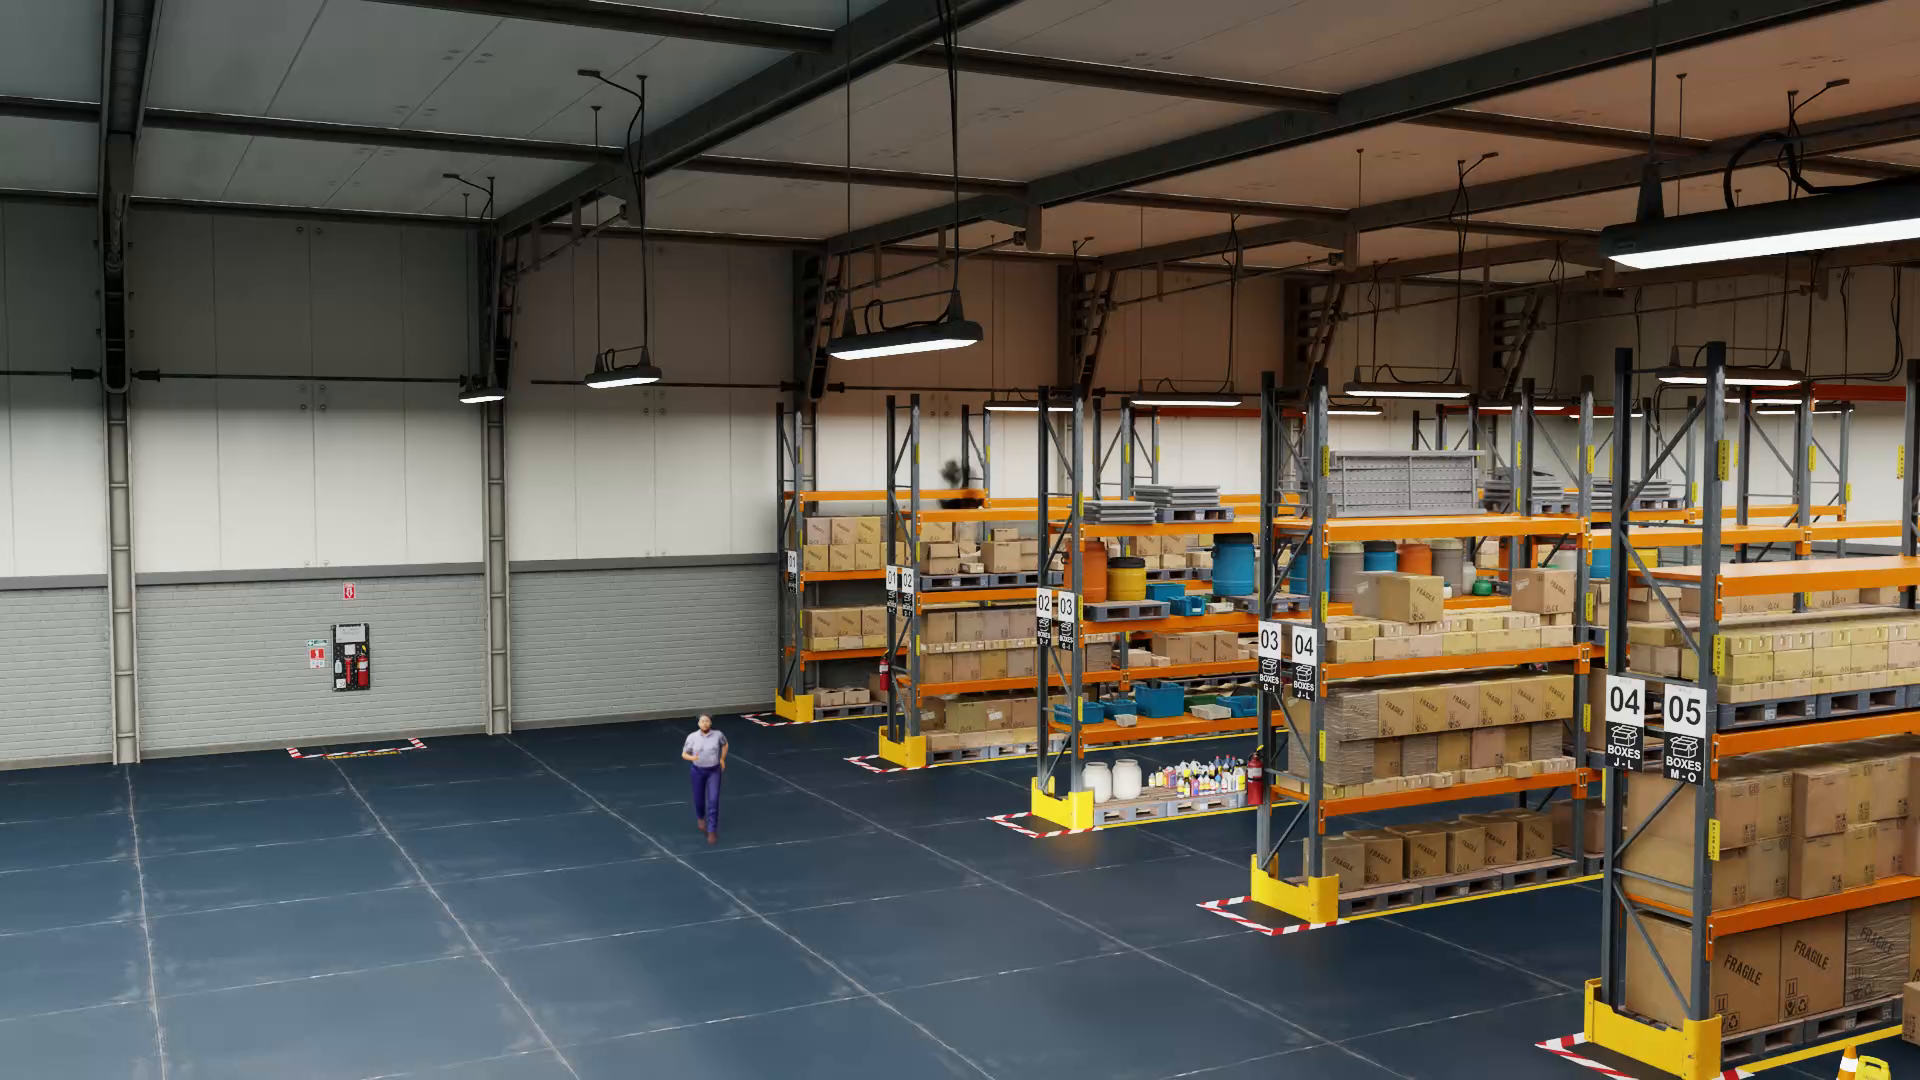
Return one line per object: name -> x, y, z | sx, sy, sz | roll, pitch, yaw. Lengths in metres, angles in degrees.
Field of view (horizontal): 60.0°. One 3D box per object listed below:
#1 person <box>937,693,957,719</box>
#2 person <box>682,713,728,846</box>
person -> -0.179, 2.696, 29.437 | 0.549, 1.623, 0.608 | -3, 4, -42
person -> -3.336, 3.090, 21.809 | 0.604, 1.654, 0.923 | 0, 3, -9
